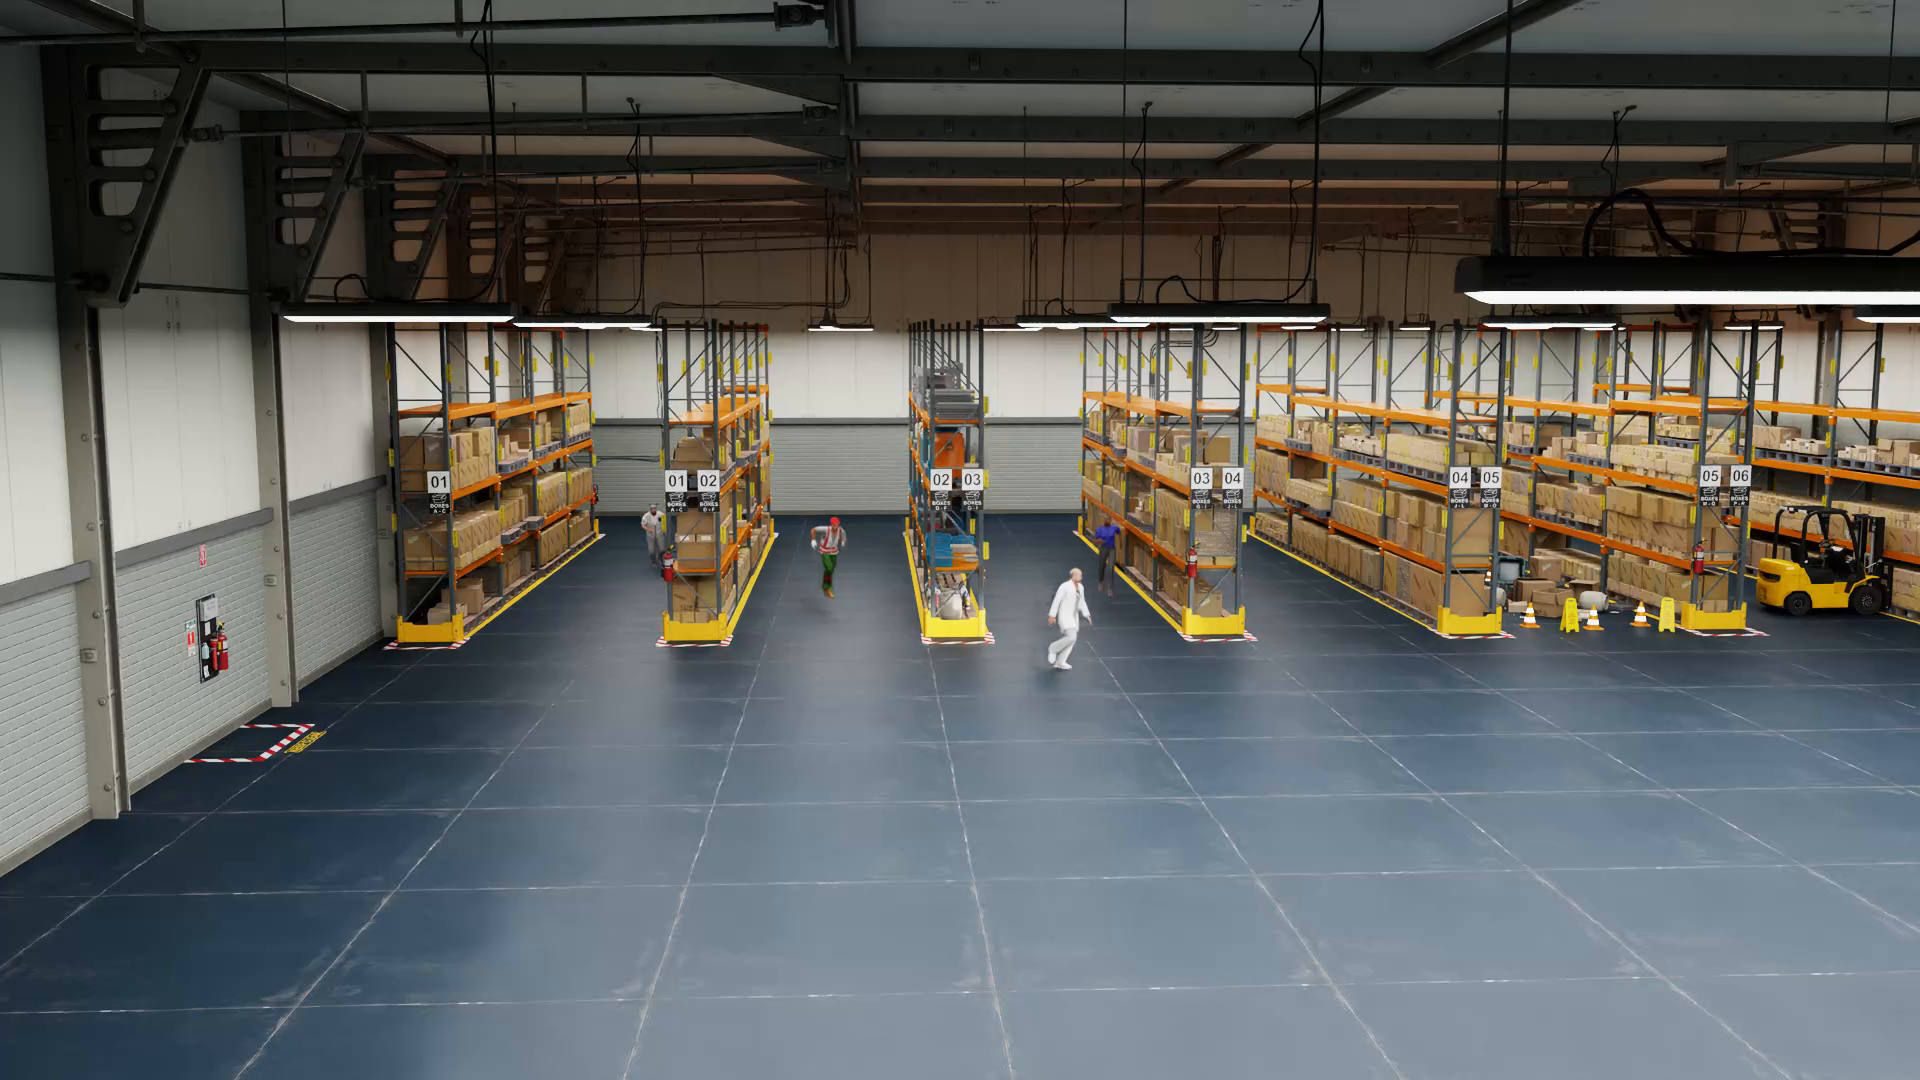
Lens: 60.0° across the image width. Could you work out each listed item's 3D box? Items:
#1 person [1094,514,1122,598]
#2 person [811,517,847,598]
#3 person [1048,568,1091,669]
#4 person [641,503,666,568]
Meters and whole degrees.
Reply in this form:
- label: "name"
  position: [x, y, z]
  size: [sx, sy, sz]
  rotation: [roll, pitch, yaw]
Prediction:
- label: "person"
  position: [3.115, 0.301, 35.002]
  size: [0.598, 1.723, 0.840]
  rotation: [0, 7, 3]
- label: "person"
  position: [-2.751, 0.355, 34.795]
  size: [0.713, 1.726, 0.960]
  rotation: [-3, 8, -23]
- label: "person"
  position: [1.878, 1.347, 28.553]
  size: [0.606, 1.719, 0.697]
  rotation: [6, 9, 39]
- label: "person"
  position: [-7.454, -0.117, 40.693]
  size: [0.667, 1.654, 0.796]
  rotation: [-2, 7, -13]
